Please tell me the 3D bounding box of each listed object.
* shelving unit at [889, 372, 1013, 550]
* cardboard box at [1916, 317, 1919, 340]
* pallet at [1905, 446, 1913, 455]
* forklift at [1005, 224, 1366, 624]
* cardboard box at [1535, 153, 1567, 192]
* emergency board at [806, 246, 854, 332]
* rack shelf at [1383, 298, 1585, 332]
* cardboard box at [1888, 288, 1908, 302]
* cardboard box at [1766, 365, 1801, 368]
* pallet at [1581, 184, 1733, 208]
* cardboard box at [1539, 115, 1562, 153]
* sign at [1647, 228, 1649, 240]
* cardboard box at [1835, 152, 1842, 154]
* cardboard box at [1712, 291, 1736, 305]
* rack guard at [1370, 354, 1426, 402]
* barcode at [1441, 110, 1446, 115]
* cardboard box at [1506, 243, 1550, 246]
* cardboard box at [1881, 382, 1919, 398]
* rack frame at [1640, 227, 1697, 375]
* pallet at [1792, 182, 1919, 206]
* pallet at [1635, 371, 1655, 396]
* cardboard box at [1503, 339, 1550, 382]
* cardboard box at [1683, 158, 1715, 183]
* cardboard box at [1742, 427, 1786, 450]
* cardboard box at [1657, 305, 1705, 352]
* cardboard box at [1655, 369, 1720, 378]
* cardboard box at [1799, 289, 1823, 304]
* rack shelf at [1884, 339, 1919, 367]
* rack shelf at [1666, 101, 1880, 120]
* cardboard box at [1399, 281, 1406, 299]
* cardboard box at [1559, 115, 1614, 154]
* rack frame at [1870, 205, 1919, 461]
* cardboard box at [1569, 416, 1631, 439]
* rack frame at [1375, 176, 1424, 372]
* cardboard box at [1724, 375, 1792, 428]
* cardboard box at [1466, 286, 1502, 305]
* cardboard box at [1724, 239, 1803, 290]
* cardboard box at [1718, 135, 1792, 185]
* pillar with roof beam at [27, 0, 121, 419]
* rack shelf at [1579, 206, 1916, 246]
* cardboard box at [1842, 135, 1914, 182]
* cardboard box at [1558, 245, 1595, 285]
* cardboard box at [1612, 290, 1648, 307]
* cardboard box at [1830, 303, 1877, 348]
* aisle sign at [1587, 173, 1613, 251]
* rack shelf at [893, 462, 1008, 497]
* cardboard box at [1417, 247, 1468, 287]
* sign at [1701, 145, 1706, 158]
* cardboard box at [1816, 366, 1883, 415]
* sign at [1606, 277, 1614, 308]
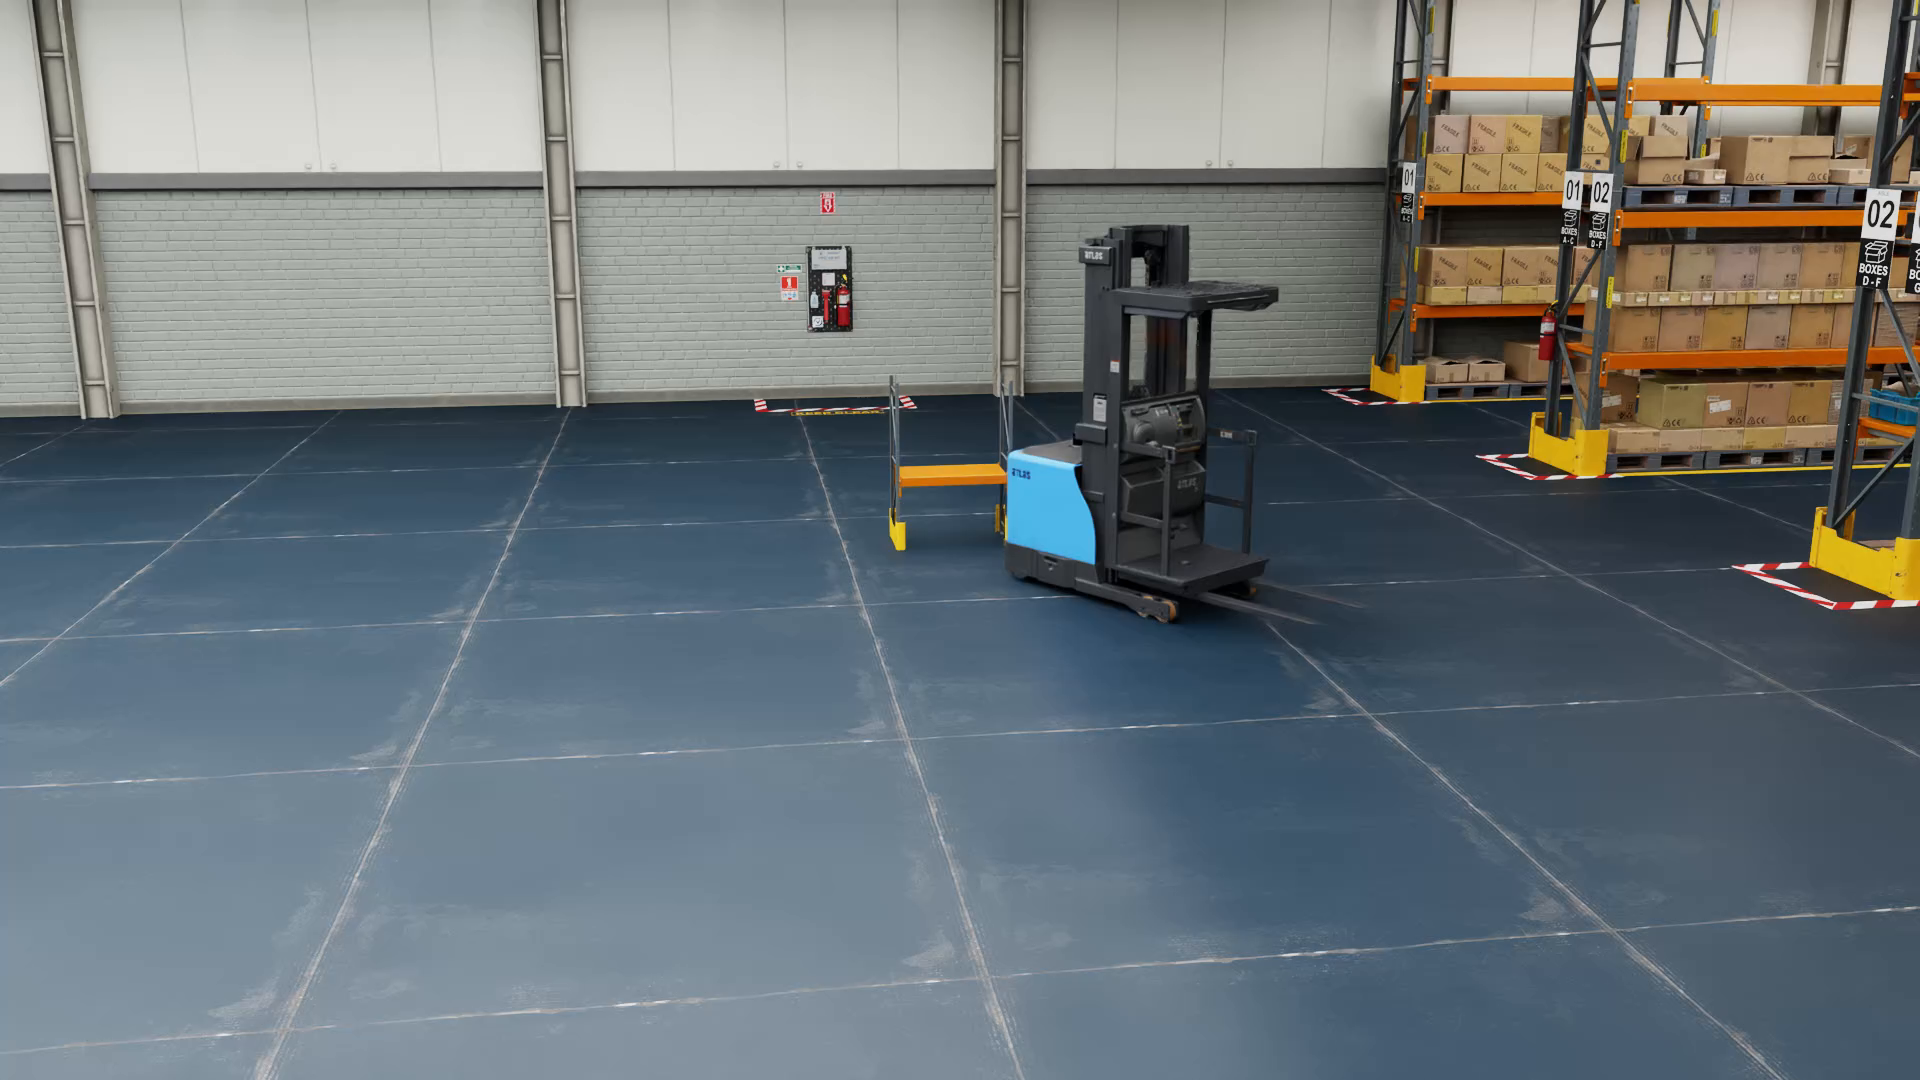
[{"bbox_3d":[-0.075,-0.725,15.057,1.083,1.500,0.587,-2,14,-8],"label":"shelving unit"},{"bbox_3d":[11.228,-2.392,18.931,0.500,0.250,0.500,-1,14,-5],"label":"cardboard box"},{"bbox_3d":[11.470,-1.120,19.283,1.213,0.211,1.003,-2,14,-8],"label":"pallet"},{"bbox_3d":[1.750,-0.930,12.934,1.130,2.935,3.031,-13,19,-41],"label":"forklift"},{"bbox_3d":[7.994,-5.004,22.622,0.500,0.500,0.500,-1,14,-5],"label":"cardboard box"},{"bbox_3d":[-1.769,-3.419,22.716,0.643,1.169,0.194,-2,14,-8],"label":"emergency board"},{"bbox_3d":[8.028,-3.207,23.349,4.000,0.370,1.077,-2,14,-8],"label":"rack shelf"},{"bbox_3d":[10.266,-2.730,18.430,0.250,0.149,0.380,-2,14,-9],"label":"cardboard box"},{"bbox_3d":[11.745,-2.699,24.081,0.500,0.500,0.700,-2,14,-8],"label":"cardboard box"},{"bbox_3d":[7.495,-3.723,17.945,1.213,0.211,1.003,-2,14,-8],"label":"pallet"},{"bbox_3d":[7.965,-5.611,22.990,0.500,0.500,0.500,-2,14,-8],"label":"cardboard box"},{"bbox_3d":[9.920,-4.323,23.942,0.005,0.325,0.100,-2,14,-8],"label":"sign"},{"bbox_3d":[12.666,-5.263,23.650,0.637,0.503,0.797,0,14,0],"label":"cardboard box"},{"bbox_3d":[8.233,-2.655,18.132,0.250,0.149,0.380,-3,14,-10],"label":"cardboard box"},{"bbox_3d":[6.126,-2.274,23.288,0.348,0.500,1.175,-2,14,-8],"label":"rack guard"},{"bbox_3d":[6.678,-5.909,22.983,0.075,0.075,0.001,-2,14,-8],"label":"barcode"},{"bbox_3d":[7.993,-3.906,23.384,0.500,0.500,0.500,-2,14,-8],"label":"cardboard box"},{"bbox_3d":[11.105,-1.662,19.349,0.500,0.311,0.500,-2,14,-8],"label":"cardboard box"},{"bbox_3d":[10.006,-3.628,23.551,0.127,3.000,1.000,-2,14,-8],"label":"rack frame"},{"bbox_3d":[9.908,-3.812,18.298,1.213,0.211,1.003,-2,14,-8],"label":"pallet"},{"bbox_3d":[9.347,-2.243,23.759,1.213,0.211,1.003,-2,14,-8],"label":"pallet"},{"bbox_3d":[8.045,-2.523,23.377,0.500,0.500,0.700,-3,14,-12],"label":"cardboard box"},{"bbox_3d":[7.892,-4.051,18.227,0.500,0.250,0.500,-2,14,-8],"label":"cardboard box"},{"bbox_3d":[8.839,-1.182,18.585,0.500,0.250,0.500,-2,14,-8],"label":"cardboard box"},{"bbox_3d":[7.774,-2.374,18.346,0.500,0.500,0.700,-2,14,-7],"label":"cardboard box"},{"bbox_3d":[8.265,-1.656,18.936,0.500,0.500,0.500,-2,14,-8],"label":"cardboard box"},{"bbox_3d":[9.255,-2.693,18.282,0.250,0.149,0.380,-2,14,-7],"label":"cardboard box"},{"bbox_3d":[12.725,-2.160,19.177,4.000,0.370,1.077,-2,14,-8],"label":"rack shelf"},{"bbox_3d":[11.984,-6.068,23.246,4.000,0.370,1.077,-2,14,-8],"label":"rack shelf"},{"bbox_3d":[6.484,-3.484,23.242,0.500,0.250,0.500,-2,14,-7],"label":"cardboard box"},{"bbox_3d":[8.496,-5.499,22.542,0.500,0.500,0.500,-3,14,-10],"label":"cardboard box"},{"bbox_3d":[10.748,-2.437,18.800,0.127,3.000,1.000,-2,14,-8],"label":"rack frame"},{"bbox_3d":[7.278,-1.252,18.866,0.500,0.250,0.500,-2,14,-8],"label":"cardboard box"},{"bbox_3d":[6.050,-3.483,22.973,0.127,3.000,1.000,-2,14,-8],"label":"rack frame"},{"bbox_3d":[8.839,-1.545,18.492,0.500,0.500,0.500,-2,14,-8],"label":"cardboard box"},{"bbox_3d":[7.092,-3.384,22.843,0.500,0.250,0.500,-3,14,-10],"label":"cardboard box"},{"bbox_3d":[8.821,-3.042,18.342,0.500,0.500,0.700,-2,14,-8],"label":"cardboard box"},{"bbox_3d":[8.475,-4.061,17.755,0.500,0.500,0.500,-2,14,-8],"label":"cardboard box"},{"bbox_3d":[-10.544,-4.939,16.444,0.400,9.000,9.100,-2,14,-8],"label":"pillar with roof beam"},{"bbox_3d":[8.770,-3.470,18.234,4.000,0.370,1.077,-2,14,-8],"label":"rack shelf"},{"bbox_3d":[10.210,-4.257,18.535,0.500,0.500,0.500,-1,14,-4],"label":"cardboard box"},{"bbox_3d":[8.592,-3.802,22.970,0.500,0.500,0.500,-3,14,-10],"label":"cardboard box"},{"bbox_3d":[7.212,-2.617,17.981,0.250,0.149,0.380,-2,14,-9],"label":"cardboard box"},{"bbox_3d":[9.789,-2.447,18.635,0.500,0.500,0.700,-2,14,-9],"label":"cardboard box"},{"bbox_3d":[6.773,-3.477,17.602,0.004,0.787,0.394,-2,14,-8],"label":"aisle sign"},{"bbox_3d":[-0.084,-0.550,15.099,1.000,0.185,0.538,-2,14,-8],"label":"rack shelf"},{"bbox_3d":[6.567,-3.729,22.678,0.500,0.500,0.500,-2,14,-8],"label":"cardboard box"},{"bbox_3d":[10.094,-5.204,22.604,0.005,0.325,0.100,-2,14,-8],"label":"sign"},{"bbox_3d":[10.242,-1.729,19.225,0.500,0.500,0.500,-2,14,-8],"label":"cardboard box"},{"bbox_3d":[6.869,-2.616,17.574,0.005,0.325,0.100,-2,14,-8],"label":"sign"}]
